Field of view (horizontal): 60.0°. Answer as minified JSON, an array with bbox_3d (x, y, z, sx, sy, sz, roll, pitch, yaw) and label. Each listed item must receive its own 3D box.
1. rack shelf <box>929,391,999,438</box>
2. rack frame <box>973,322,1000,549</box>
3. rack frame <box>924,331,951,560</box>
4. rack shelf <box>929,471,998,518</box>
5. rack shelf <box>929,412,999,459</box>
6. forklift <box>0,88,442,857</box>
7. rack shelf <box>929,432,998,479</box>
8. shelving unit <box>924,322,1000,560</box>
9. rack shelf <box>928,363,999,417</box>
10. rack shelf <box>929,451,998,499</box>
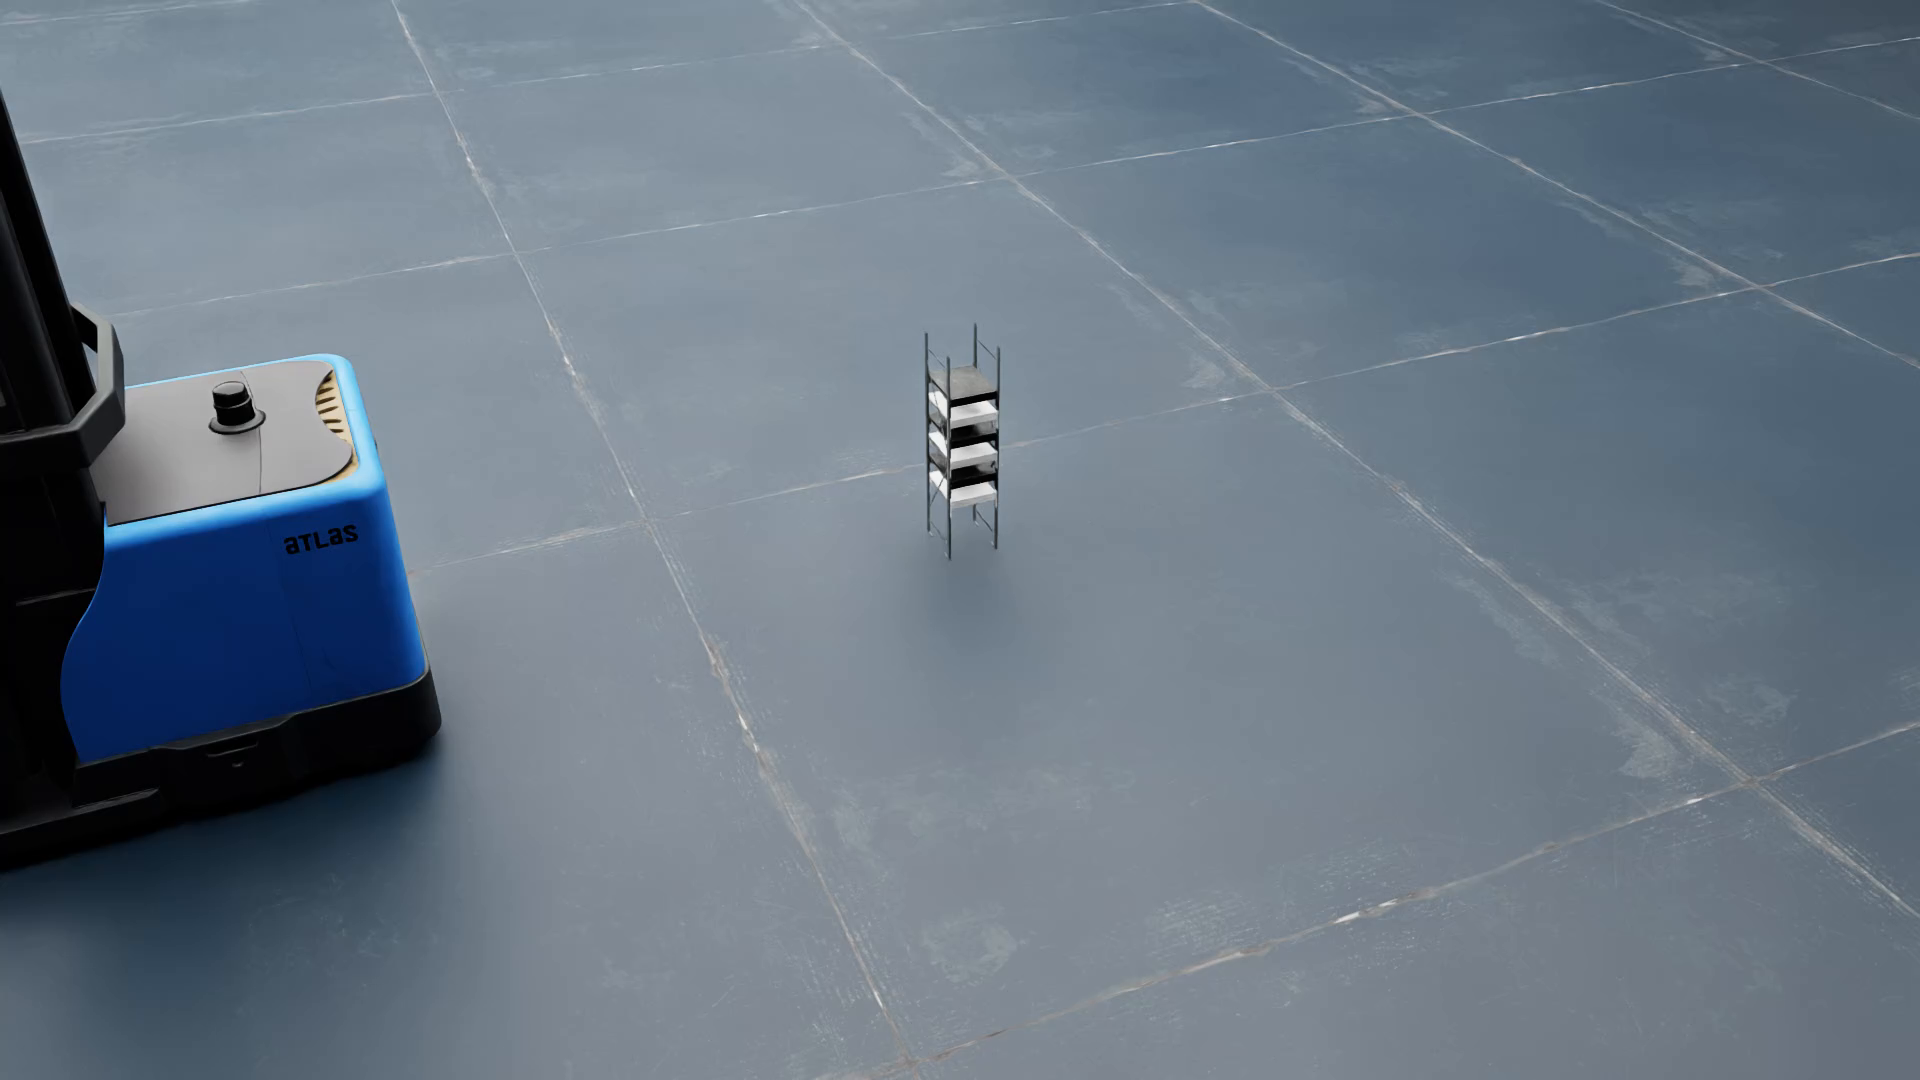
[{"bbox_3d":[0.007,-0.502,6.427,0.200,0.077,0.258,-13,35,-19],"label":"rack shelf"},{"bbox_3d":[0.101,-0.400,6.540,0.006,0.900,0.240,-13,35,-19],"label":"rack frame"},{"bbox_3d":[-0.086,-0.357,6.474,0.006,0.900,0.240,-13,35,-19],"label":"rack frame"},{"bbox_3d":[0.007,-0.200,6.624,0.200,0.077,0.258,-13,35,-19],"label":"rack shelf"},{"bbox_3d":[0.007,-0.426,6.476,0.200,0.077,0.258,-13,35,-19],"label":"rack shelf"},{"bbox_3d":[-3.326,-0.435,4.732,3.031,2.935,1.130,-13,35,-20],"label":"forklift"},{"bbox_3d":[0.007,-0.351,6.525,0.200,0.077,0.258,-13,35,-19],"label":"rack shelf"},{"bbox_3d":[0.007,-0.379,6.507,0.210,0.900,0.258,-13,35,-19],"label":"shelving unit"},{"bbox_3d":[0.007,-0.577,6.378,0.200,0.077,0.258,-13,35,-19],"label":"rack shelf"},{"bbox_3d":[0.007,-0.276,6.574,0.200,0.077,0.258,-13,35,-19],"label":"rack shelf"}]
